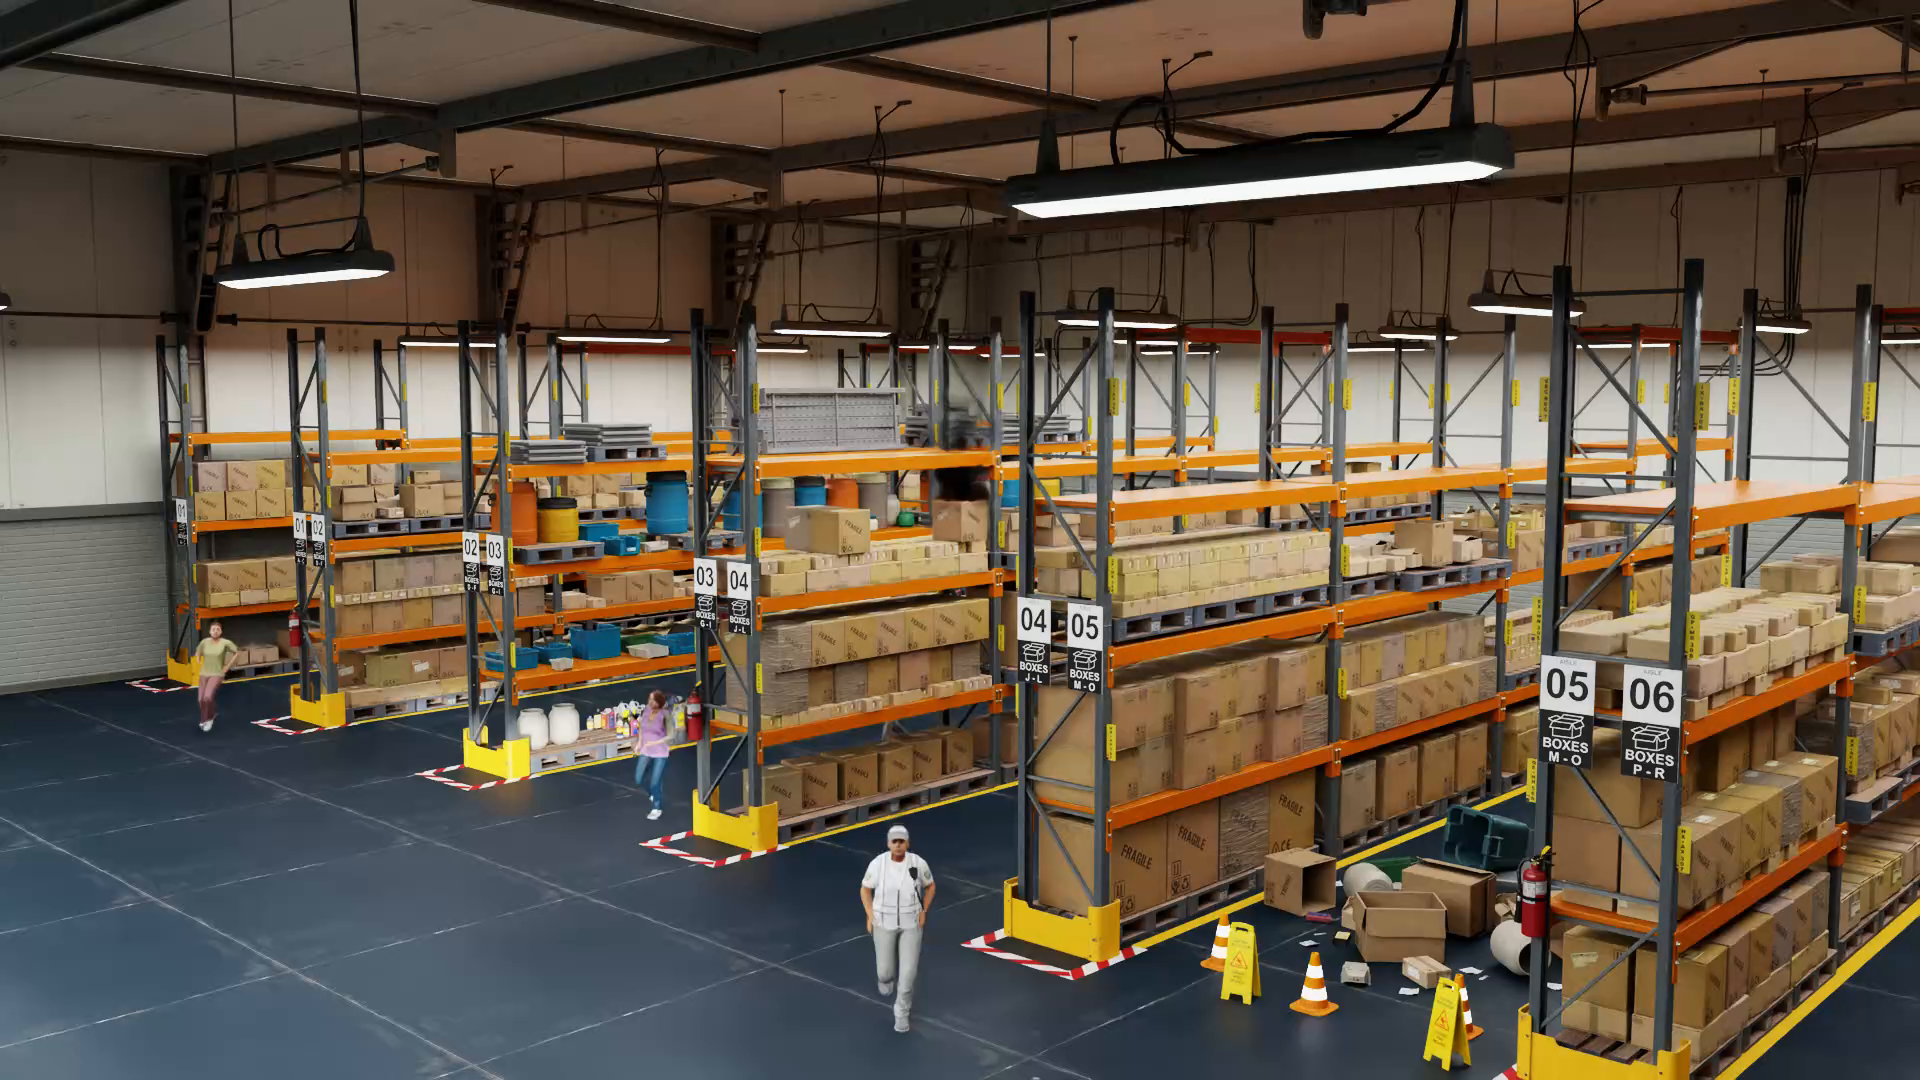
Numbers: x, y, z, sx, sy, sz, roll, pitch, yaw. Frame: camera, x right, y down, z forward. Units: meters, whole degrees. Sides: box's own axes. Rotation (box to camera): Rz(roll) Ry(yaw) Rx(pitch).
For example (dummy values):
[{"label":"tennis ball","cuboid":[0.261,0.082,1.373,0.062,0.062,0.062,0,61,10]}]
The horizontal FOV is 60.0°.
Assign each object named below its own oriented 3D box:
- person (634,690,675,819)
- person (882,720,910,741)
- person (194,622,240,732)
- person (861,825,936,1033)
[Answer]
[{"label":"person","cuboid":[-3.636,2.549,19.694,0.534,1.546,0.488,2,6,16]},{"label":"person","cuboid":[-0.947,2.148,22.810,0.617,1.667,0.958,4,7,35]},{"label":"person","cuboid":[-11.111,2.031,24.787,0.589,1.639,0.610,0,5,-1]},{"label":"person","cuboid":[-0.497,3.103,13.488,0.615,1.633,0.612,0,5,-4]}]
